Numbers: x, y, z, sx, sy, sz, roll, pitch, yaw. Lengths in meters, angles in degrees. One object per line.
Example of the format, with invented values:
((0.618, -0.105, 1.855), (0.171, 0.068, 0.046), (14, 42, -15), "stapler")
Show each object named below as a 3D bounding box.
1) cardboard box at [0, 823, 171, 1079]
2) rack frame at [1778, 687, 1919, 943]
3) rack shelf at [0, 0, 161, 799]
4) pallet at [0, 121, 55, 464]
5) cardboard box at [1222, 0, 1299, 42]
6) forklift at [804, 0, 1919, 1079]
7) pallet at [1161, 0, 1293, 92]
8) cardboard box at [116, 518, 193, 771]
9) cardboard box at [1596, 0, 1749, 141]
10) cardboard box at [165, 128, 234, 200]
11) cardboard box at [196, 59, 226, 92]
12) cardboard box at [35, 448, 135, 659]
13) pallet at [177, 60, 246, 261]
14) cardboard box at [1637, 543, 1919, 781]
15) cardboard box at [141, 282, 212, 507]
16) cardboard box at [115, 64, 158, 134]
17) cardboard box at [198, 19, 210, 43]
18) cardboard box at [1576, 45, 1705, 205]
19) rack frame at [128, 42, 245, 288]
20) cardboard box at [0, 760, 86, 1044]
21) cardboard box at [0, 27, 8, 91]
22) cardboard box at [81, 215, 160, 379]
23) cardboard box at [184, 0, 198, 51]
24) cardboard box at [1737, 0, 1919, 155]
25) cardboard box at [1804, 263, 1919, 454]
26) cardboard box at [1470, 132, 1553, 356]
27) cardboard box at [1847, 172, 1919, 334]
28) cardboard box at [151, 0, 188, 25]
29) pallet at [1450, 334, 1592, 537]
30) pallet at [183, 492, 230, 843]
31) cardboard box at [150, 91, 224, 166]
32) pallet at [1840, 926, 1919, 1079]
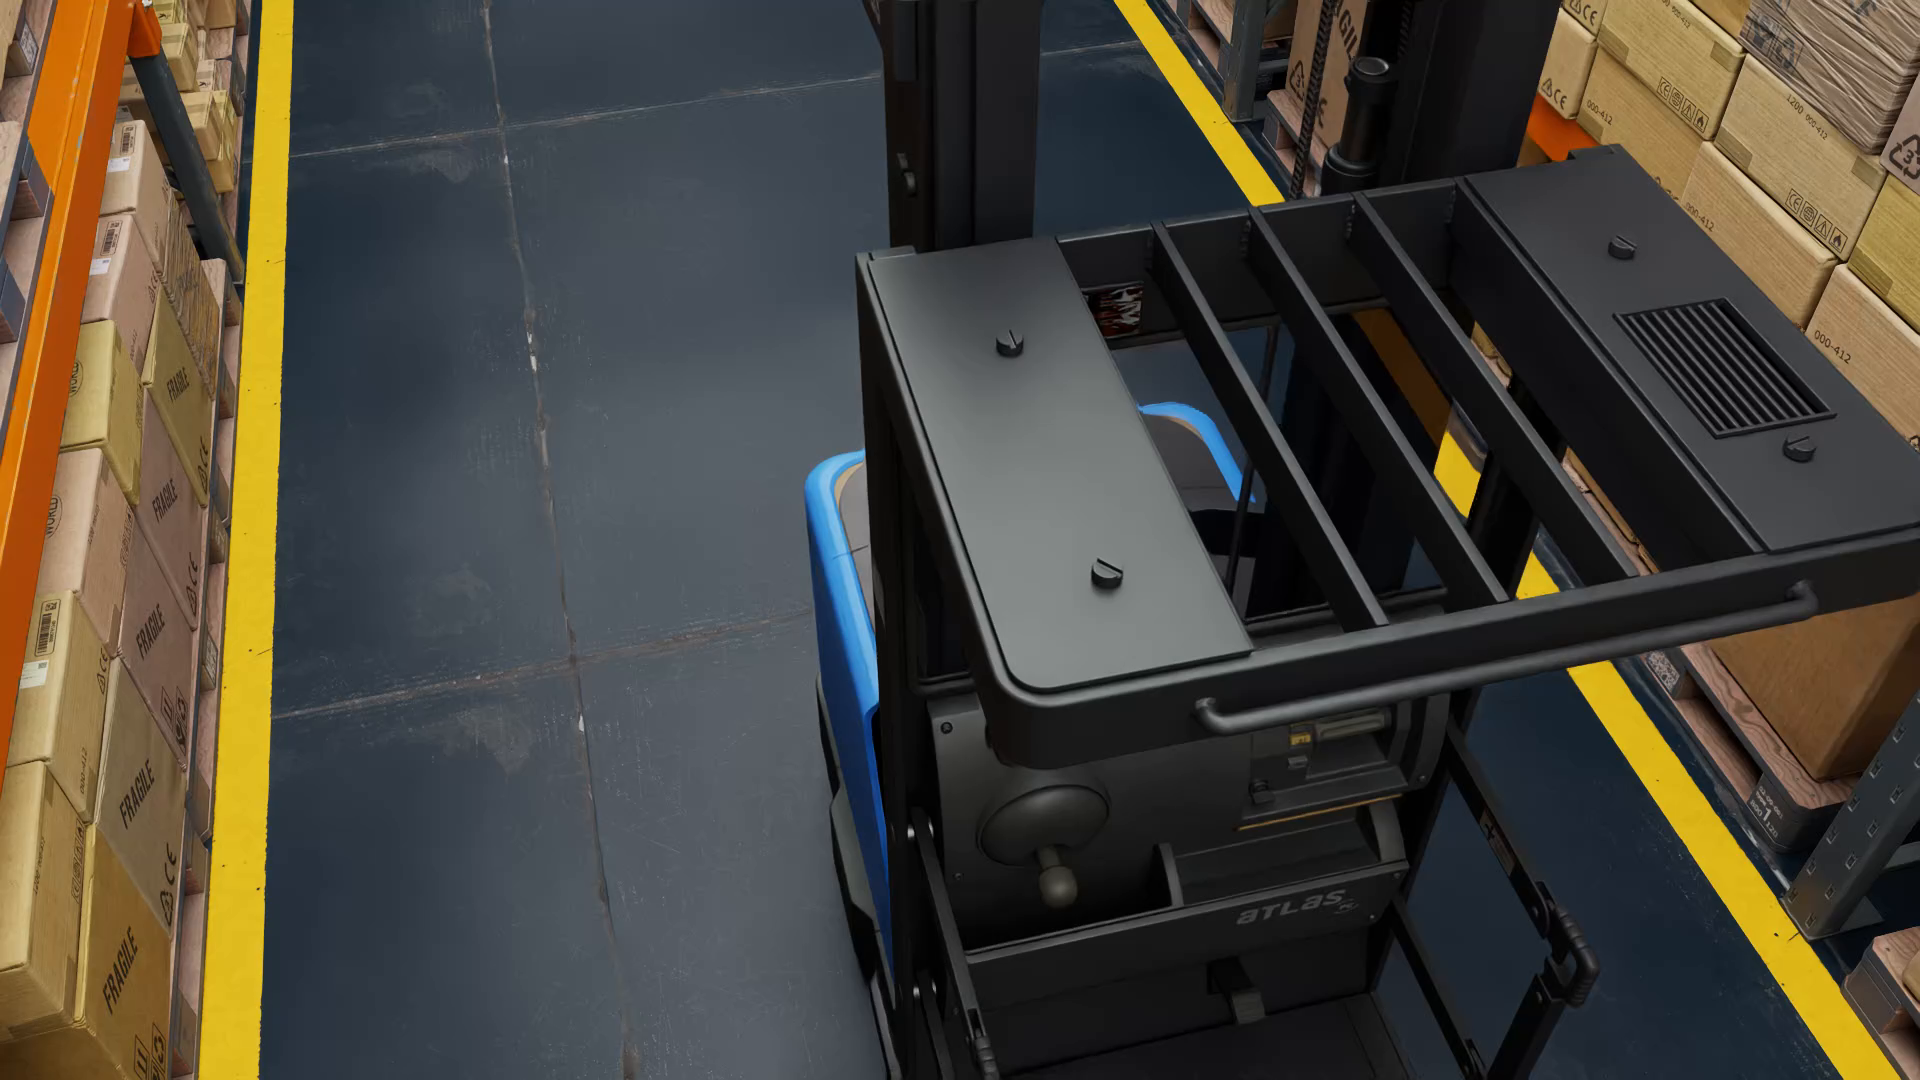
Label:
((-2.067, 1.012, 3.614), (0.500, 0.500, 0.500), (-13, 47, -12), "cardboard box")
((2.627, -0.156, 3.303), (1.000, 3.000, 0.127), (-11, 47, -10), "rack frame")
((-2.644, -0.310, 3.957), (1.077, 0.370, 4.000), (-11, 47, -10), "rack shelf")
((-2.678, -0.473, 3.748), (1.003, 0.211, 1.213), (-11, 47, -10), "pallet")
((1.546, -2.621, 7.218), (0.875, 0.438, 0.875), (-11, 47, -11), "cardboard box")
((0.464, 0.472, 2.735), (1.130, 2.935, 3.031), (-10, 46, -10), "forklift")
((1.484, -2.481, 7.533), (1.003, 0.211, 1.213), (-11, 47, -10), "pallet")
((-2.335, 0.312, 4.300), (0.500, 0.500, 0.500), (-12, 47, -11), "cardboard box")
((1.972, -1.269, 4.149), (0.500, 0.250, 0.500), (-12, 47, -11), "cardboard box")
((-2.939, -1.402, 6.226), (0.380, 0.149, 0.250), (-13, 47, -12), "cardboard box")
((-3.121, -1.748, 6.565), (0.380, 0.149, 0.250), (-11, 47, -11), "cardboard box")
((-2.319, 0.070, 4.012), (0.500, 0.250, 0.500), (-10, 46, -10), "cardboard box")
((-3.362, -1.424, 6.498), (1.003, 0.211, 1.213), (-11, 47, -10), "pallet")
((2.531, -0.051, 4.394), (0.875, 0.875, 0.875), (-11, 47, -11), "cardboard box")
((-2.592, -0.396, 4.994), (0.500, 0.500, 0.500), (-12, 47, -11), "cardboard box")
((-3.044, -1.576, 5.980), (0.380, 0.149, 0.250), (-9, 46, -9), "cardboard box")
((-3.337, -2.093, 6.903), (0.380, 0.149, 0.250), (-13, 47, -12), "cardboard box")
((1.987, -1.106, 4.338), (0.500, 0.250, 0.500), (-11, 47, -11), "cardboard box")
((-3.156, -1.943, 5.054), (1.000, 3.000, 0.127), (-11, 47, -10), "rack frame")
((-2.075, 0.764, 3.332), (0.500, 0.250, 0.500), (-13, 47, -12), "cardboard box")
((-2.670, -1.239, 4.246), (0.380, 0.149, 0.250), (-13, 47, -12), "cardboard box")
((-2.602, -0.652, 4.720), (0.500, 0.250, 0.500), (-9, 46, -8), "cardboard box")
((-3.255, -2.012, 6.615), (0.380, 0.149, 0.250), (-13, 47, -12), "cardboard box")
((2.103, -1.203, 3.558), (0.500, 0.500, 0.500), (-10, 46, -10), "cardboard box")
((2.247, -0.405, 3.652), (0.500, 0.250, 0.500), (-12, 47, -12), "cardboard box")
((2.078, -1.285, 5.603), (0.875, 0.875, 0.875), (-9, 46, -9), "cardboard box")
((2.258, -0.566, 3.460), (0.500, 0.250, 0.500), (-11, 47, -10), "cardboard box")
((-3.170, -1.942, 6.339), (0.380, 0.149, 0.250), (-11, 47, -11), "cardboard box")
((2.189, -0.579, 5.669), (1.003, 0.211, 1.213), (-11, 47, -10), "pallet")
((-2.639, 0.414, 4.696), (1.003, 0.211, 1.213), (-11, 47, -10), "pallet")
((-2.940, -1.505, 6.118), (0.380, 0.149, 0.250), (-9, 46, -8), "cardboard box")
((2.826, 1.360, 3.770), (1.003, 0.211, 1.213), (-11, 47, -10), "pallet")
